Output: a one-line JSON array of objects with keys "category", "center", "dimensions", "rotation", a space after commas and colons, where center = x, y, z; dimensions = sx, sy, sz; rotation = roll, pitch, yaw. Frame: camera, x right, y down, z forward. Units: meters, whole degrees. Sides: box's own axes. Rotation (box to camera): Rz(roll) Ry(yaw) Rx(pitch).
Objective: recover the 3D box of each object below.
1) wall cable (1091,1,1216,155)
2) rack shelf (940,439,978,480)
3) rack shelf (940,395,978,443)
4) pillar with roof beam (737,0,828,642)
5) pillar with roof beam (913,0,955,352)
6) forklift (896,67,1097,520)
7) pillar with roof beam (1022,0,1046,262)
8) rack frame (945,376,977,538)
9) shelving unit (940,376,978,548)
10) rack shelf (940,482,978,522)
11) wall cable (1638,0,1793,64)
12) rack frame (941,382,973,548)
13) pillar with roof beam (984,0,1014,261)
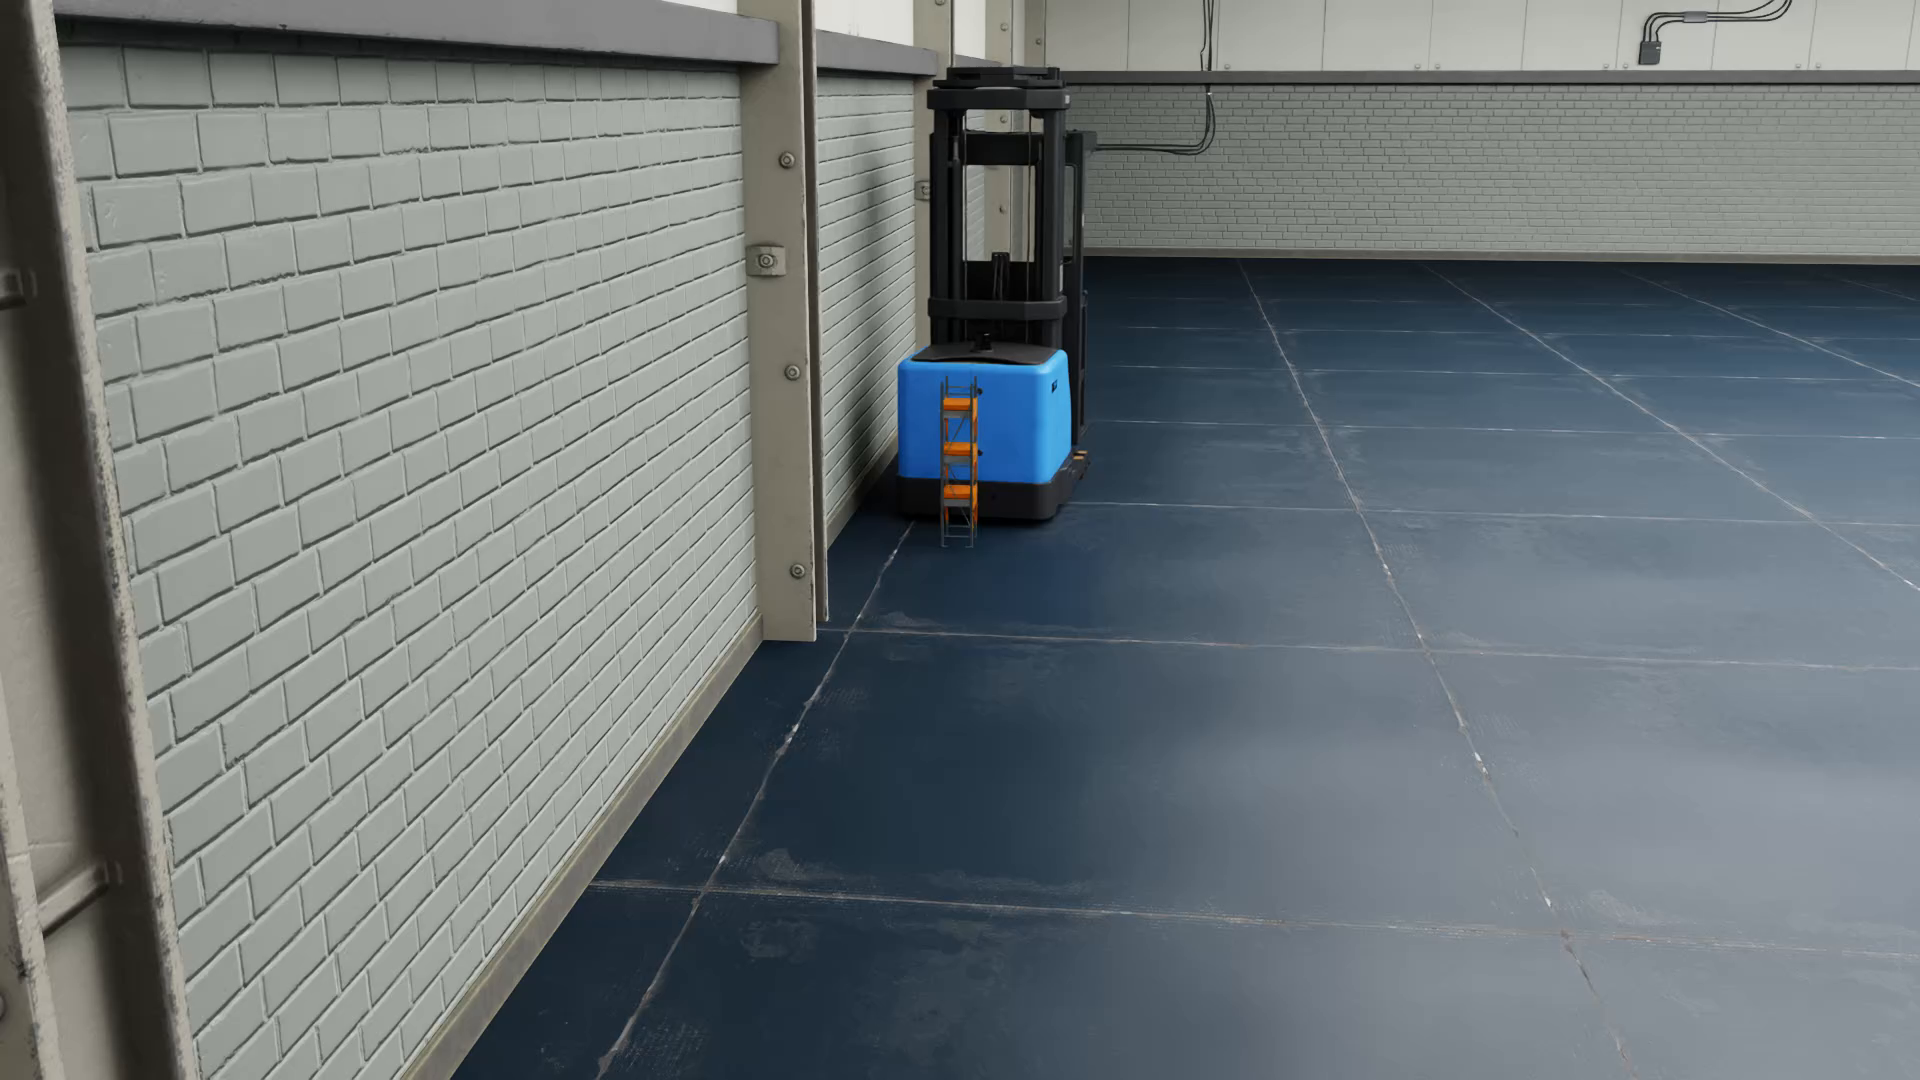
[{"category": "wall cable", "center": [2.784, -7.764, 28.082], "dimensions": [3.097, 2.526, 0.112], "rotation": [2, 15, 6]}, {"category": "rack shelf", "center": [-0.006, -0.483, 10.476], "dimensions": [0.215, 0.259, 0.240], "rotation": [2, 15, 6]}, {"category": "rack shelf", "center": [-0.006, -0.757, 10.402], "dimensions": [0.215, 0.259, 0.240], "rotation": [2, 15, 6]}, {"category": "pillar with roof beam", "center": [3.384, -3.742, 7.261], "dimensions": [9.100, 9.000, 0.400], "rotation": [2, 15, 6]}, {"category": "pillar with roof beam", "center": [4.061, -5.298, 13.016], "dimensions": [9.100, 9.000, 0.400], "rotation": [2, 15, 6]}, {"category": "forklift", "center": [0.377, -1.889, 12.031], "dimensions": [1.130, 2.935, 3.031], "rotation": [3, 15, 11]}, {"category": "pillar with roof beam", "center": [5.416, -8.411, 24.526], "dimensions": [9.100, 9.000, 0.400], "rotation": [2, 15, 6]}, {"category": "rack frame", "center": [0.008, -0.525, 10.591], "dimensions": [0.200, 1.050, 0.008], "rotation": [2, 15, 6]}, {"category": "shelving unit", "center": [-0.006, -0.493, 10.474], "dimensions": [0.215, 1.050, 0.252], "rotation": [2, 15, 6]}, {"category": "rack shelf", "center": [-0.006, -0.214, 10.549], "dimensions": [0.215, 0.259, 0.240], "rotation": [2, 15, 6]}, {"category": "wall cable", "center": [12.215, -10.620, 26.184], "dimensions": [2.305, 6.003, 0.169], "rotation": [2, 15, 6]}, {"category": "rack frame", "center": [-0.020, -0.461, 10.357], "dimensions": [0.200, 1.050, 0.008], "rotation": [2, 15, 6]}, {"category": "pillar with roof beam", "center": [4.738, -6.854, 18.771], "dimensions": [9.100, 9.000, 0.400], "rotation": [2, 15, 6]}]
